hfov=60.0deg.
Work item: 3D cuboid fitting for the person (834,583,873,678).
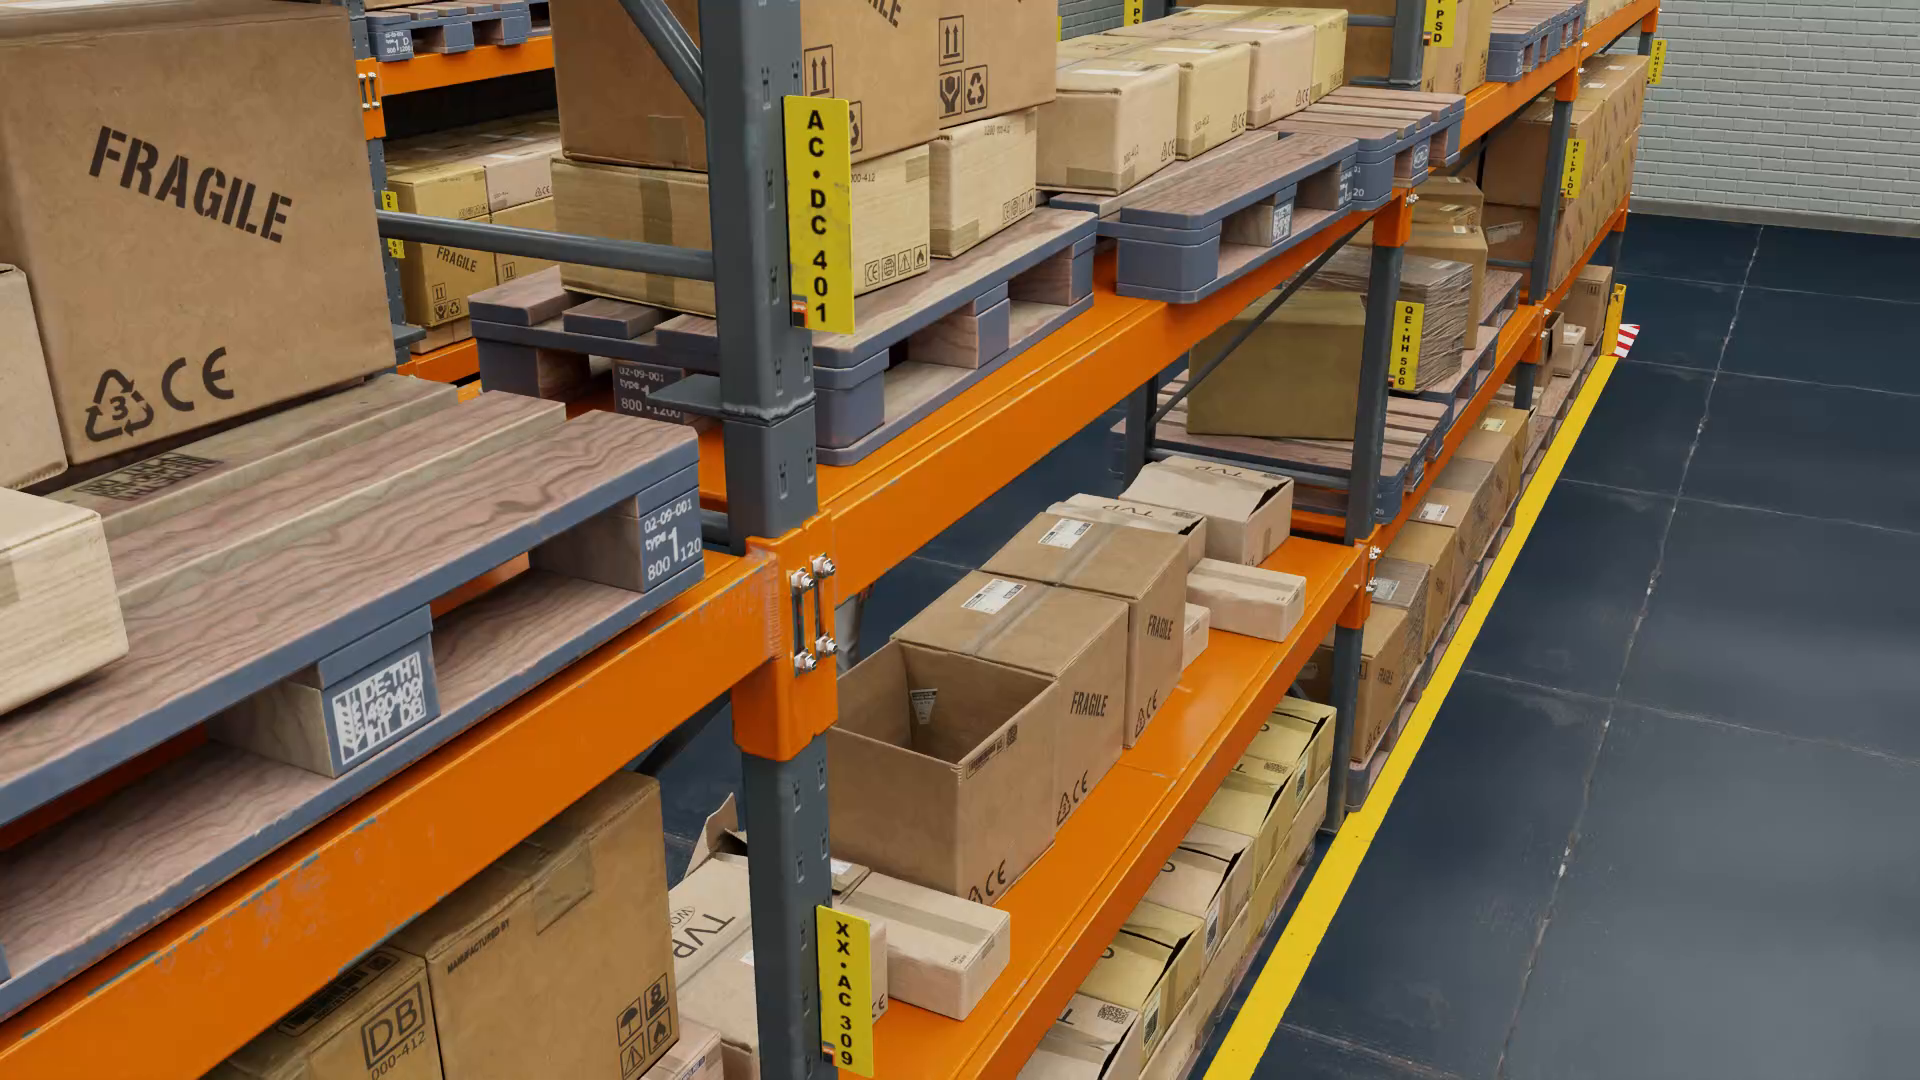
[{"bbox_3d":[-0.593,0.129,7.290,0.488,1.673,0.401,11,25,24],"label":"person"}]
